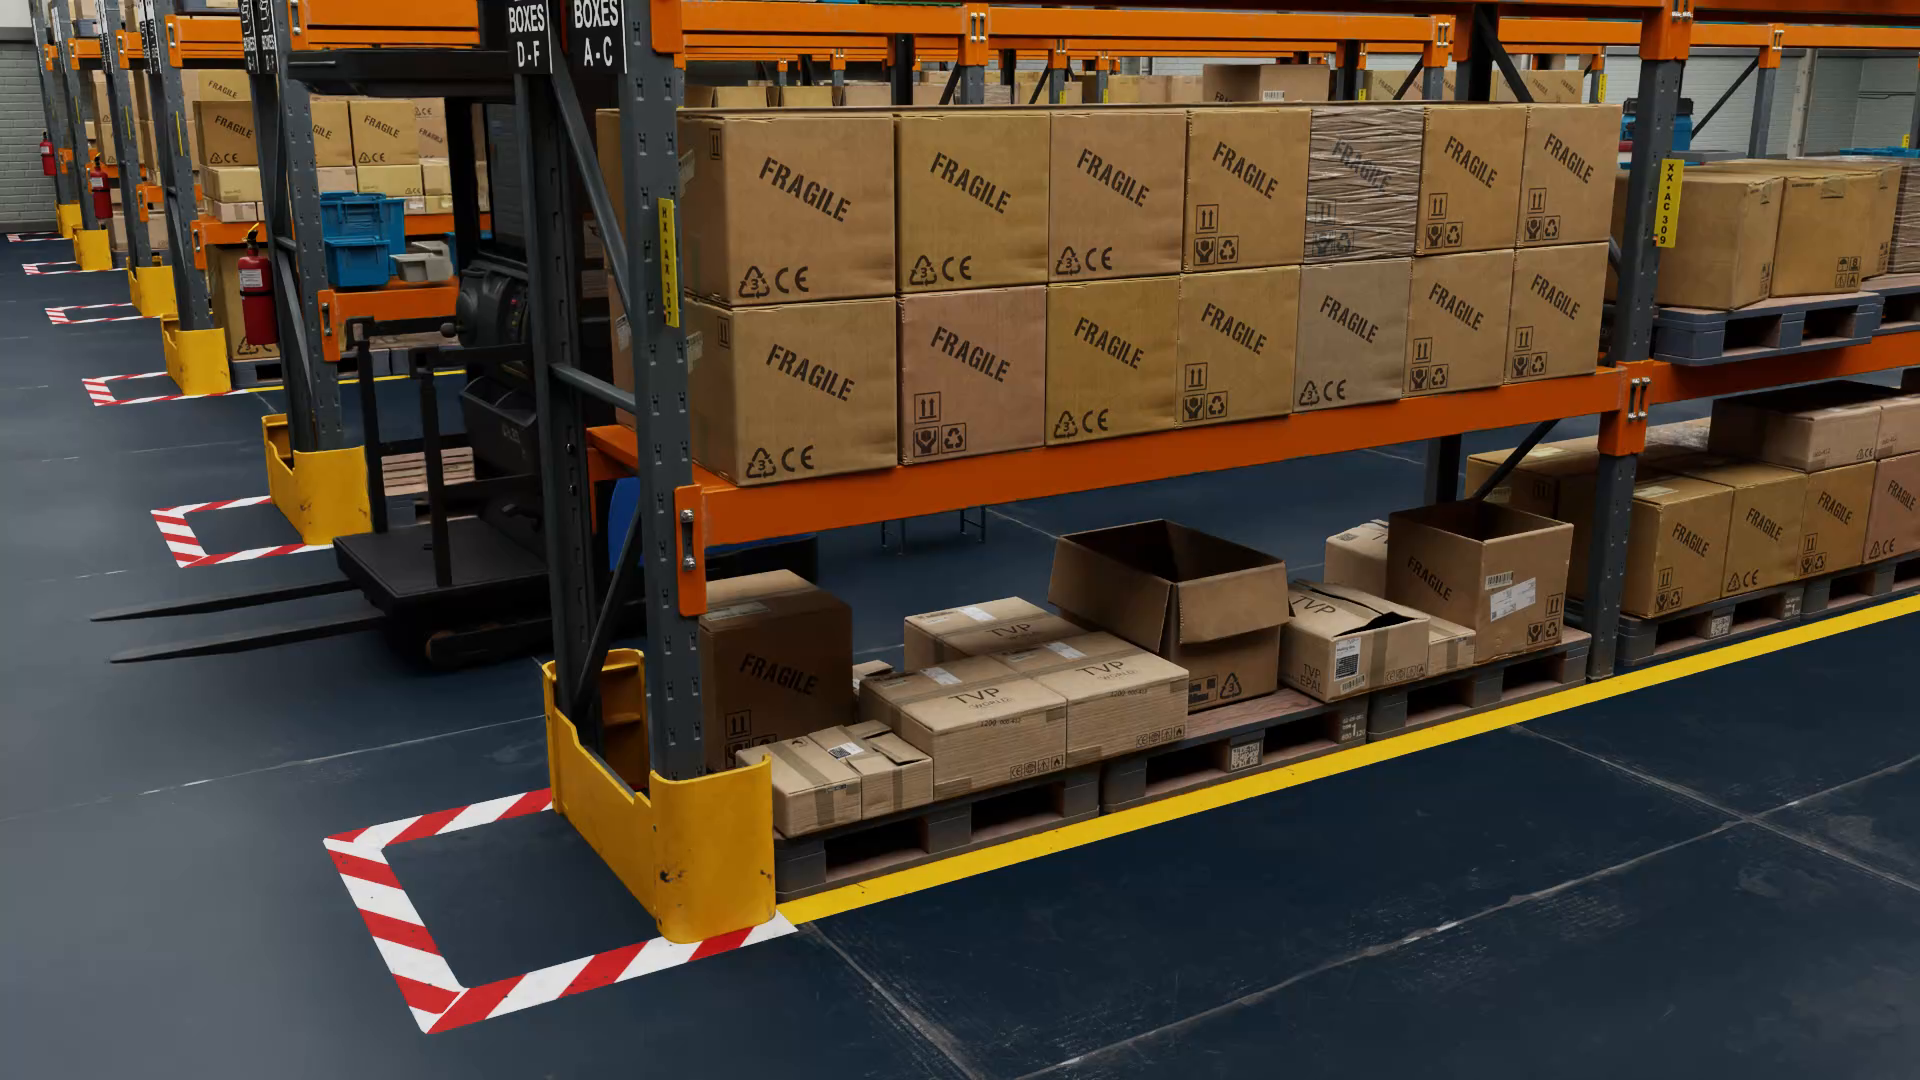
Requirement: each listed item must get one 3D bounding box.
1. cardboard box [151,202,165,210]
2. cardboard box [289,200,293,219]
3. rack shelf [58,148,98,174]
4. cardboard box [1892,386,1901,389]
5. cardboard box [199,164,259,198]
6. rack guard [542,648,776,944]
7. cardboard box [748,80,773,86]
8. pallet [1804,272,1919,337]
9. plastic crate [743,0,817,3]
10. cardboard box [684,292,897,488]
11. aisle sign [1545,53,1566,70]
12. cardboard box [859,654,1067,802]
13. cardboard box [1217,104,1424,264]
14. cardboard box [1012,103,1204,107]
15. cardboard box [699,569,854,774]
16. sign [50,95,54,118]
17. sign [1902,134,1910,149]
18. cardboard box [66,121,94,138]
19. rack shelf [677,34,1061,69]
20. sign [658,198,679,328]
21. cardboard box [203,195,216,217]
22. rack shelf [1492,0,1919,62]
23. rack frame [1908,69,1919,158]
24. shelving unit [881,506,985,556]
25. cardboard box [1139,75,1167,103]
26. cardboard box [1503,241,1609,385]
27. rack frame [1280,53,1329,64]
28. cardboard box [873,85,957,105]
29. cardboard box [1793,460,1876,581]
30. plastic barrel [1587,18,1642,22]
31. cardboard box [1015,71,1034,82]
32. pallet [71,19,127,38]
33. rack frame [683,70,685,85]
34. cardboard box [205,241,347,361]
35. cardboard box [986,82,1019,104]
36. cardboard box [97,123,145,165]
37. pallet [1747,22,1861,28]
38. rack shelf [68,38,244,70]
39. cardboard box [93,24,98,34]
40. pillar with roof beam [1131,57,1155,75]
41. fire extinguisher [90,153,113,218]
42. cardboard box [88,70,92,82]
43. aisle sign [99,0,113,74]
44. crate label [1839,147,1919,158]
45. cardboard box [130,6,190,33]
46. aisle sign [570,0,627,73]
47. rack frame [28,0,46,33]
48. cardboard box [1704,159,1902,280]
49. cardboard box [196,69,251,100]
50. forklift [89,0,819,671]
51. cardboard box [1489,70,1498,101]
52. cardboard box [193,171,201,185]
[{"bbox_3d":[-12.472,-5.331,26.224,0.500,0.500,0.700,-8,18,-27],"label":"cardboard box"},{"bbox_3d":[-5.222,-2.643,13.245,0.250,0.149,0.380,-10,18,-31],"label":"cardboard box"},{"bbox_3d":[-12.083,-6.091,26.415,4.000,0.370,1.077,-9,18,-30],"label":"rack shelf"},{"bbox_3d":[5.284,-0.550,9.129,0.500,0.500,0.500,-8,18,-27],"label":"cardboard box"},{"bbox_3d":[-5.856,-2.919,13.491,0.500,0.250,0.500,-10,18,-31],"label":"cardboard box"},{"bbox_3d":[-0.971,0.767,5.249,0.348,0.500,1.175,-9,18,-30],"label":"rack guard"},{"bbox_3d":[-3.124,-7.122,26.045,0.250,0.149,0.380,-10,19,-32],"label":"cardboard box"},{"bbox_3d":[4.157,-1.175,7.899,1.213,0.211,1.003,-9,18,-30],"label":"pallet"},{"bbox_3d":[-1.049,-3.182,9.633,0.466,0.136,0.293,-9,18,-30],"label":"plastic crate"},{"bbox_3d":[-0.520,-0.475,4.863,0.500,0.500,0.500,-9,18,-29],"label":"cardboard box"},{"bbox_3d":[7.479,-6.273,20.914,0.004,0.787,0.394,-9,18,-30],"label":"aisle sign"},{"bbox_3d":[0.005,0.606,5.469,0.500,0.250,0.500,-9,18,-30],"label":"cardboard box"},{"bbox_3d":[1.223,-1.240,5.738,0.500,0.500,0.500,-9,18,-29],"label":"cardboard box"},{"bbox_3d":[0.519,-1.296,5.940,0.500,0.500,0.500,-9,18,-28],"label":"cardboard box"},{"bbox_3d":[-0.697,0.433,5.625,0.500,0.500,0.500,-9,18,-30],"label":"cardboard box"},{"bbox_3d":[-13.518,-6.451,24.762,0.005,0.325,0.100,-9,18,-30],"label":"sign"},{"bbox_3d":[9.852,-4.058,17.317,0.005,0.325,0.100,-9,18,-30],"label":"sign"},{"bbox_3d":[-13.540,-6.356,25.754,0.500,0.250,0.500,-9,18,-28],"label":"cardboard box"},{"bbox_3d":[-0.992,-4.651,15.720,4.000,0.370,1.077,-9,18,-30],"label":"rack shelf"},{"bbox_3d":[-0.756,-0.718,4.309,0.005,0.325,0.100,-9,18,-30],"label":"sign"},{"bbox_3d":[-5.999,-2.724,13.534,0.250,0.149,0.380,-9,18,-29],"label":"cardboard box"},{"bbox_3d":[4.107,-2.358,7.541,4.000,0.370,1.077,-9,18,-30],"label":"rack shelf"},{"bbox_3d":[10.131,-3.797,16.898,0.127,3.000,1.000,-9,18,-30],"label":"rack frame"},{"bbox_3d":[-0.142,-0.555,8.666,0.503,1.200,0.258,-9,18,-30],"label":"shelving unit"},{"bbox_3d":[2.429,-6.287,23.504,0.550,0.550,0.875,-9,18,-30],"label":"cardboard box"},{"bbox_3d":[2.096,-0.902,6.384,0.500,0.500,0.500,-9,18,-29],"label":"cardboard box"},{"bbox_3d":[5.113,-6.105,25.130,0.127,3.000,1.000,-9,18,-30],"label":"rack frame"},{"bbox_3d":[-0.472,-4.174,16.200,0.637,0.503,0.797,-9,18,-28],"label":"cardboard box"},{"bbox_3d":[3.817,-0.146,7.689,0.500,0.500,0.500,-9,18,-29],"label":"cardboard box"},{"bbox_3d":[5.257,-4.624,13.362,0.708,0.901,0.600,-9,18,-30],"label":"plastic barrel"},{"bbox_3d":[0.830,-7.587,27.828,0.500,0.500,0.700,-9,18,-30],"label":"cardboard box"},{"bbox_3d":[-10.608,-6.519,21.215,1.213,0.211,1.003,-9,18,-30],"label":"pallet"},{"bbox_3d":[-4.381,-6.124,25.199,0.127,3.000,1.000,-9,18,-30],"label":"rack frame"},{"bbox_3d":[-5.627,-2.006,13.665,0.875,0.875,0.875,-9,18,-30],"label":"cardboard box"},{"bbox_3d":[0.388,-5.866,22.240,0.500,0.500,0.700,-9,18,-29],"label":"cardboard box"},{"bbox_3d":[-10.679,-5.060,21.219,0.500,0.500,0.500,-9,18,-30],"label":"cardboard box"},{"bbox_3d":[7.271,-4.717,14.974,1.003,0.211,1.213,-9,18,-30],"label":"pallet"},{"bbox_3d":[-9.524,-6.388,21.915,4.000,0.370,1.077,-9,18,-30],"label":"rack shelf"},{"bbox_3d":[-12.852,-7.749,25.165,0.500,0.250,0.500,-9,18,-29],"label":"cardboard box"},{"bbox_3d":[6.216,-11.222,32.272,0.400,9.000,9.100,-9,18,-30],"label":"pillar with roof beam"},{"bbox_3d":[-9.056,-3.736,17.513,0.183,0.674,0.296,-9,18,-30],"label":"fire extinguisher"},{"bbox_3d":[-11.034,-5.950,21.339,0.250,0.149,0.380,-9,18,-29],"label":"cardboard box"},{"bbox_3d":[-8.511,-5.053,16.561,0.004,0.787,0.394,-9,18,-30],"label":"aisle sign"},{"bbox_3d":[8.693,-3.496,15.757,0.616,0.435,0.502,-9,18,-30],"label":"crate label"},{"bbox_3d":[-8.086,-5.256,16.823,0.500,0.250,0.500,-8,18,-28],"label":"cardboard box"},{"bbox_3d":[-0.943,-1.601,4.247,0.004,0.787,0.394,-9,18,-30],"label":"aisle sign"},{"bbox_3d":[-13.798,-9.048,24.517,0.127,3.000,1.000,-9,18,-30],"label":"rack frame"},{"bbox_3d":[3.875,-1.493,7.714,0.700,0.500,0.500,15,21,42],"label":"cardboard box"},{"bbox_3d":[-7.652,-4.626,17.266,0.500,0.500,0.500,-9,18,-28],"label":"cardboard box"},{"bbox_3d":[-2.187,-1.026,7.139,3.031,2.935,1.130,-10,19,-32],"label":"forklift"},{"bbox_3d":[5.948,-5.275,19.581,0.500,0.500,0.500,-9,18,-30],"label":"cardboard box"},{"bbox_3d":[-7.959,-3.774,17.280,0.250,0.149,0.380,-8,18,-28],"label":"cardboard box"}]
